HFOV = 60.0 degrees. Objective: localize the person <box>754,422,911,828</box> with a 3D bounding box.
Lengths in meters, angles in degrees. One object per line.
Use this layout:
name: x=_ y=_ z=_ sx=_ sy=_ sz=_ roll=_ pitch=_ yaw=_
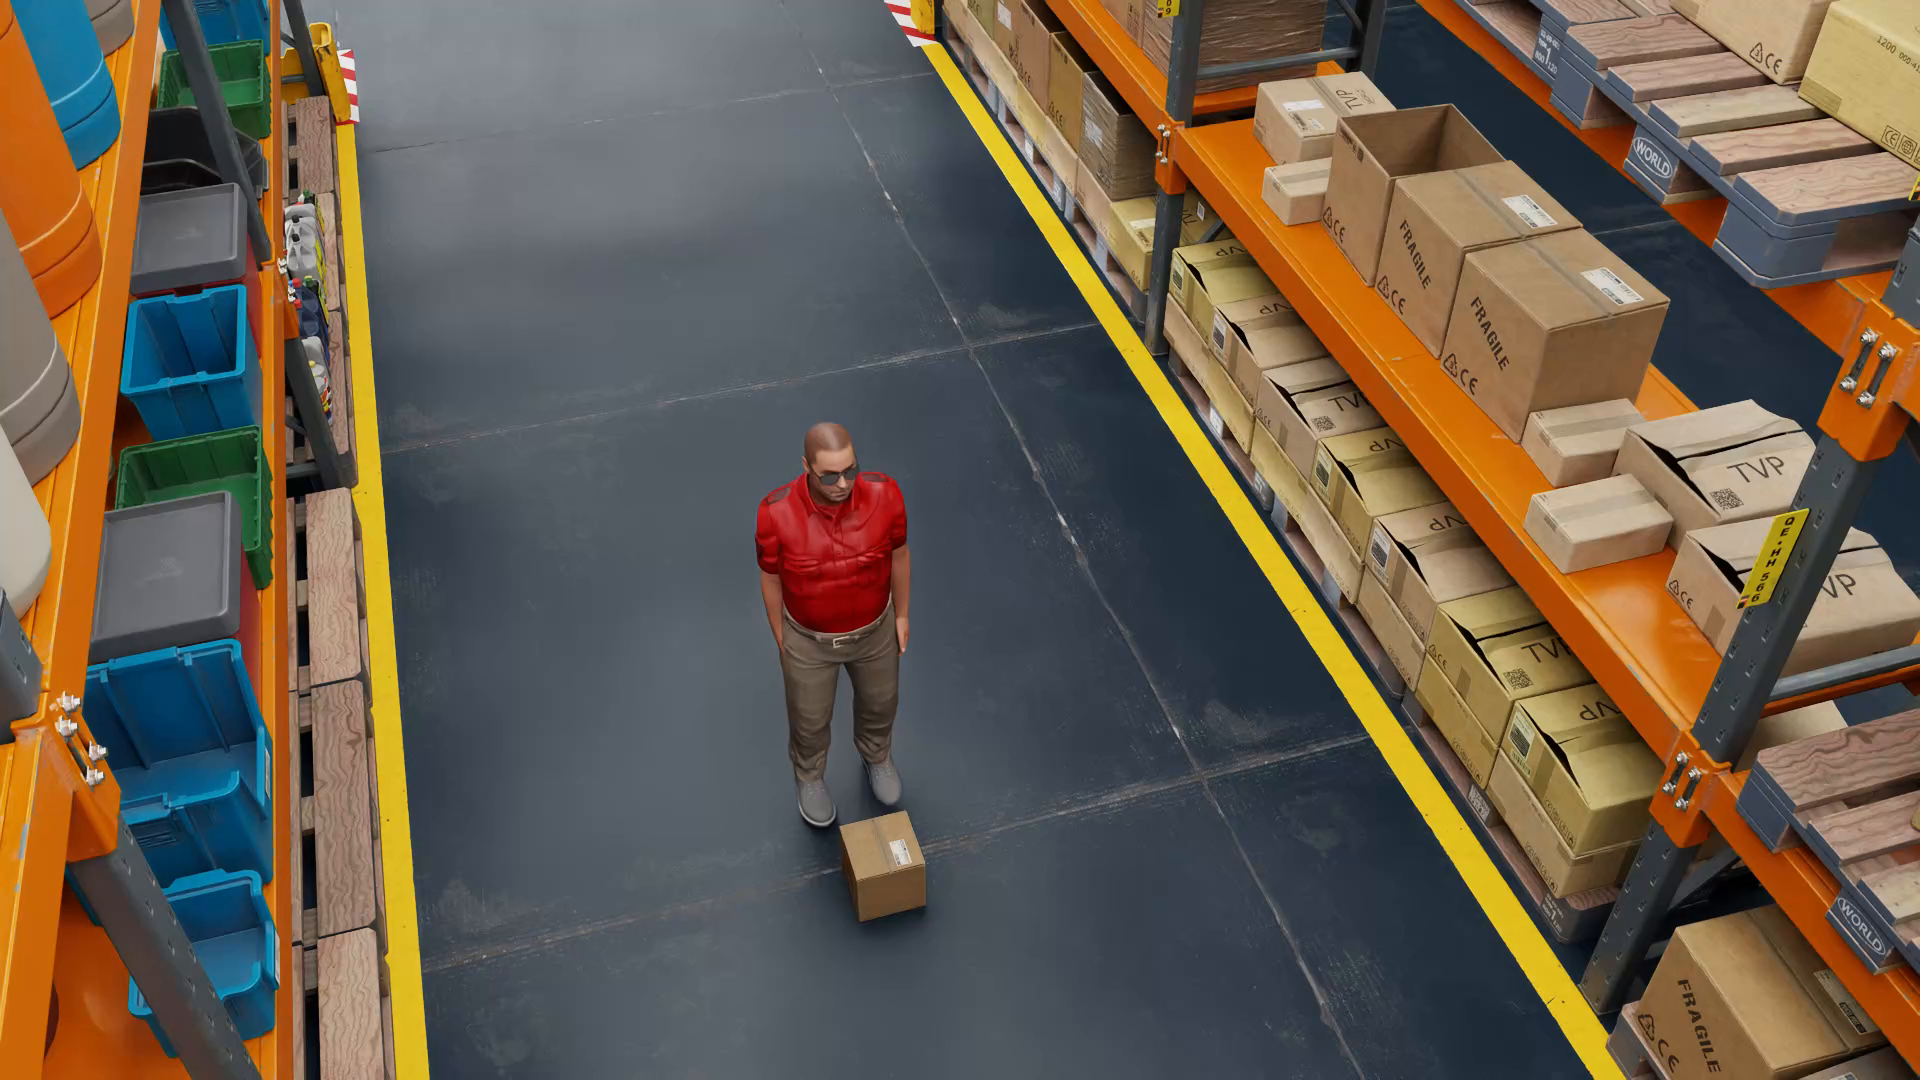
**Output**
person: x=-0.412 y=0.320 z=5.837 sx=0.526 sy=1.743 sz=0.368 roll=-11 pitch=43 yaw=-12
